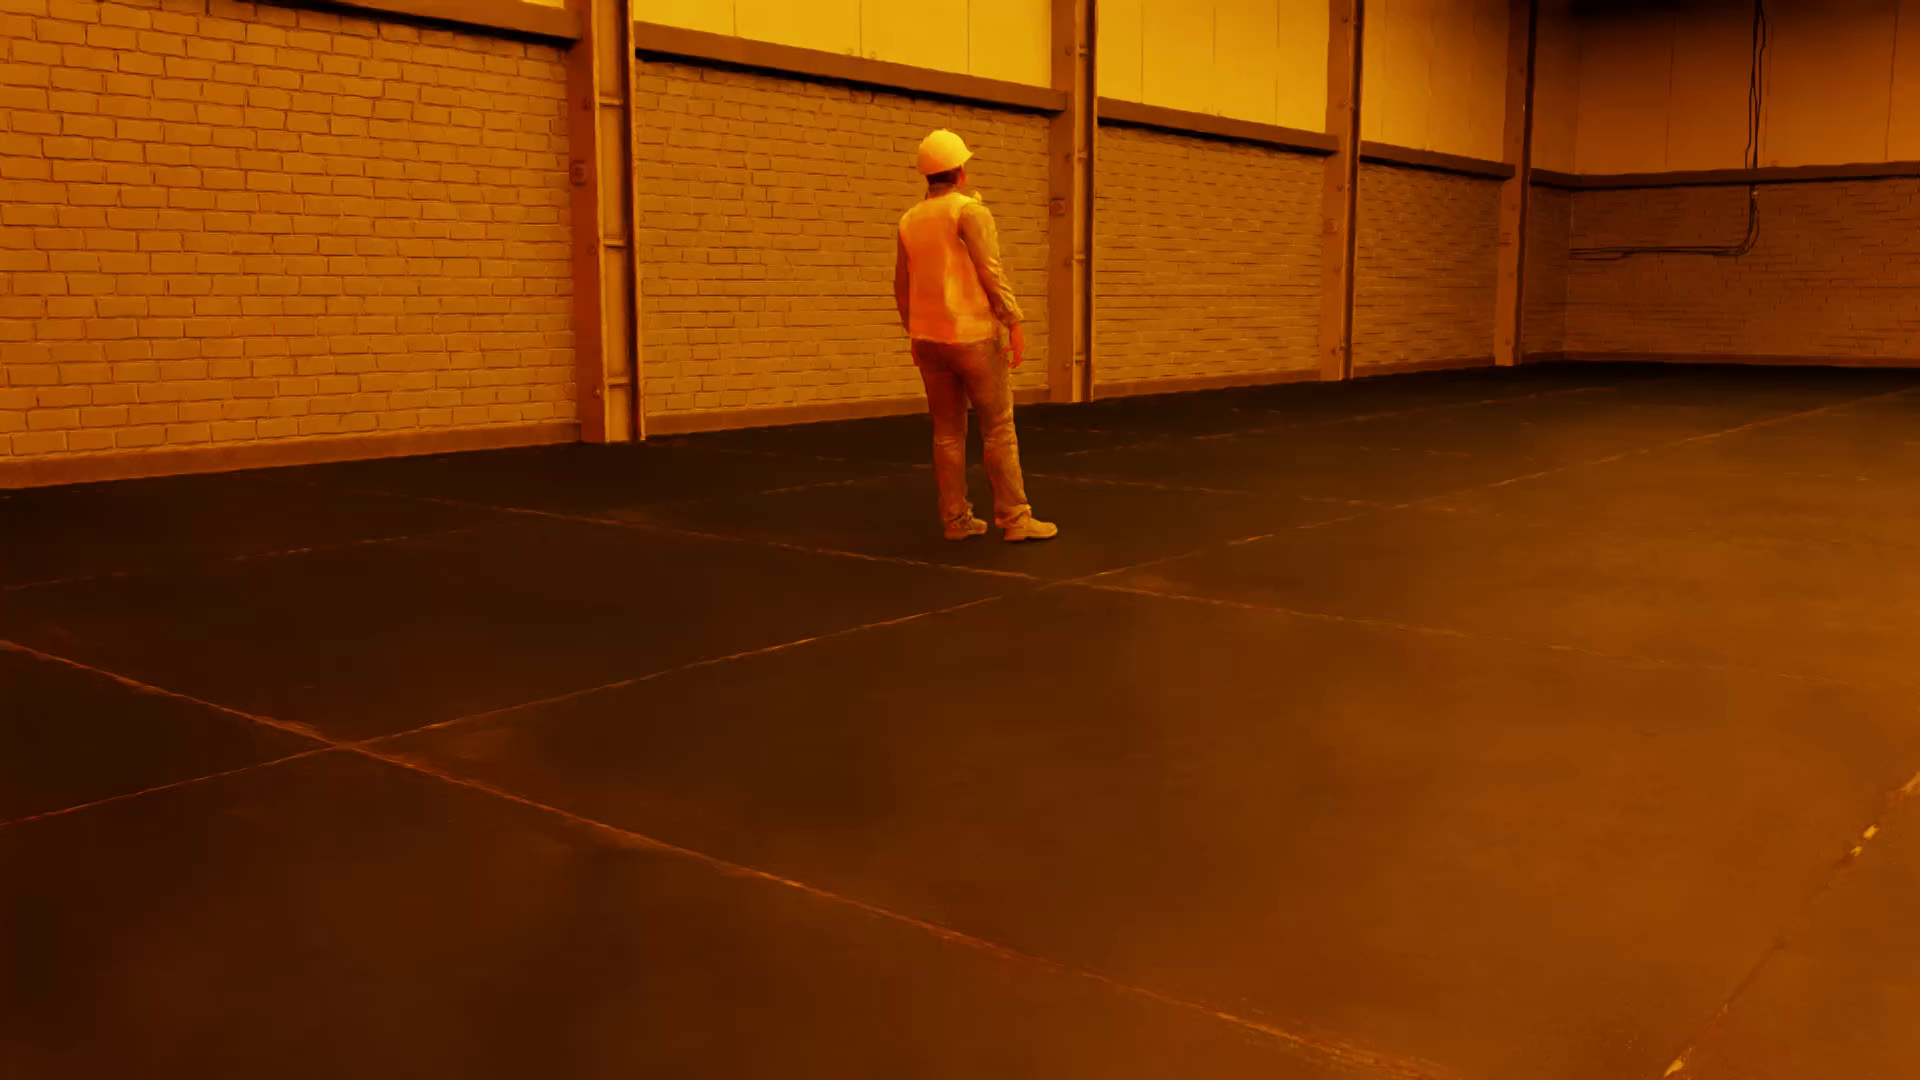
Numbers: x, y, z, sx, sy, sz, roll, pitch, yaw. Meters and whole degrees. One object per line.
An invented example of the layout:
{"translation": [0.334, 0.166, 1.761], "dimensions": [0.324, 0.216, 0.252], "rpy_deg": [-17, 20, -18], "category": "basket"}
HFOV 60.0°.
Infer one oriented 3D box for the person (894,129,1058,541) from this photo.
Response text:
{"translation": [0.046, -0.891, 7.318], "dimensions": [0.632, 1.773, 0.567], "rpy_deg": [7, 11, 38], "category": "person"}
